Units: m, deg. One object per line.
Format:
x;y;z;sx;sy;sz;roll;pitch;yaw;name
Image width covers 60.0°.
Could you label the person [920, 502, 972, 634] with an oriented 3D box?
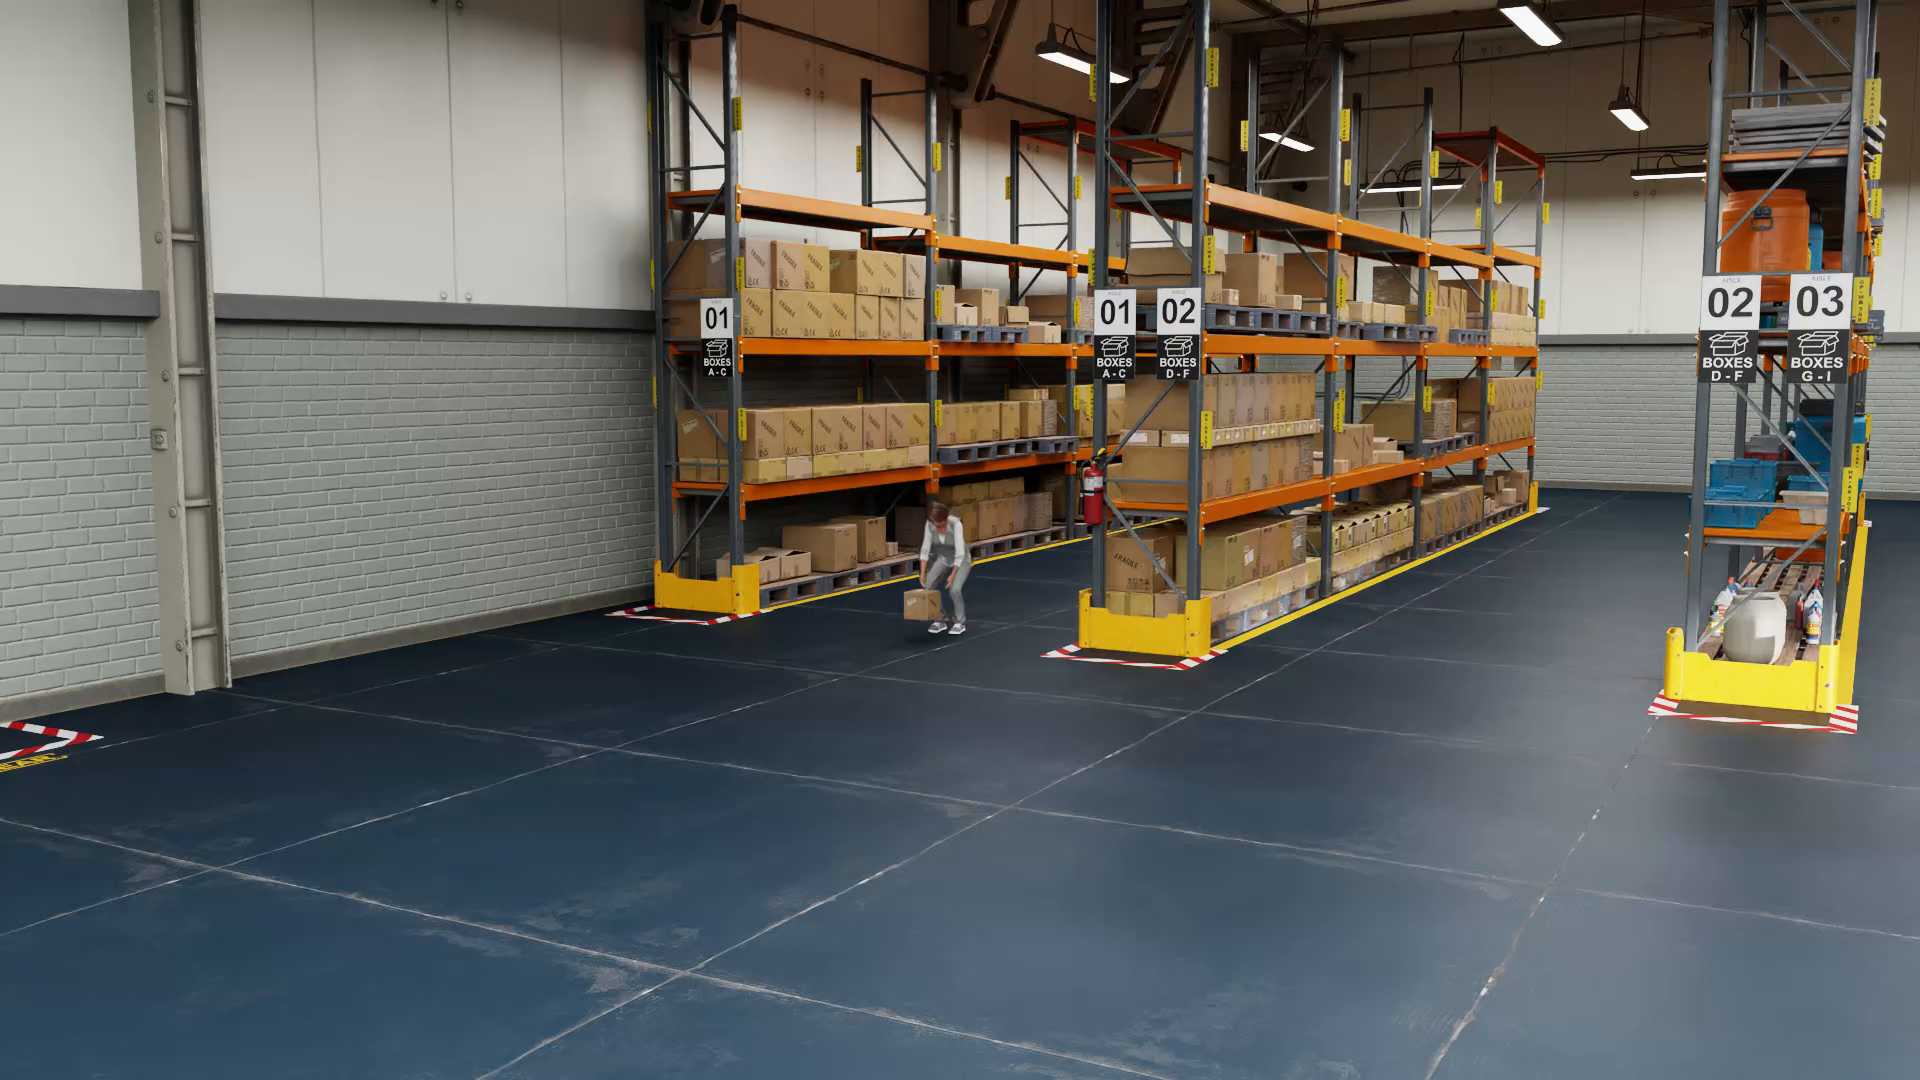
-0.111;0.265;15.727;0.463;1.257;0.671;3;7;29;person
